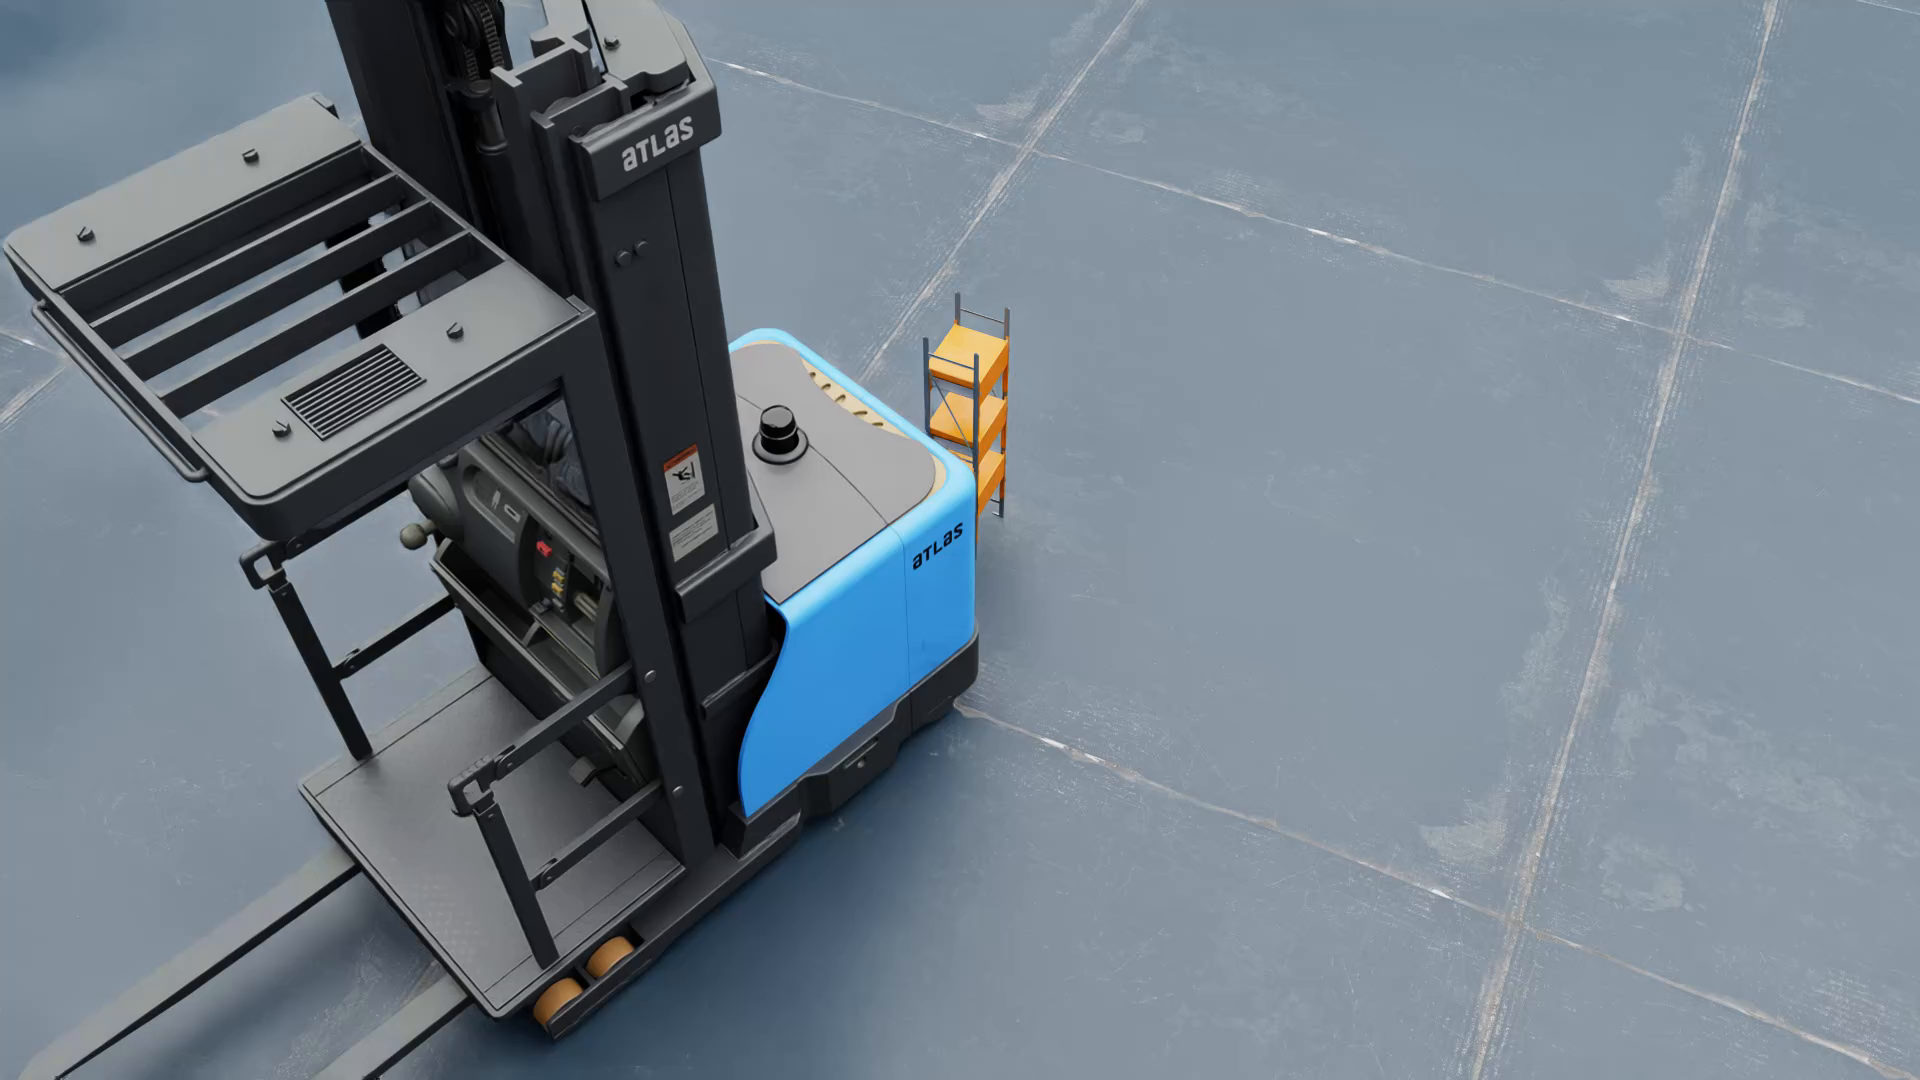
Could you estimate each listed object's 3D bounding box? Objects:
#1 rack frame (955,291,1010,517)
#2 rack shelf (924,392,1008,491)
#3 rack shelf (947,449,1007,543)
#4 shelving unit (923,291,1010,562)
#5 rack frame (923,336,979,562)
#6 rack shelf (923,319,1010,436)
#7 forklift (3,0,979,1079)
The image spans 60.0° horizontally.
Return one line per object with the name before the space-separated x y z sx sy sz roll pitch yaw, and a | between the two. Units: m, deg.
rack frame | 0.075 -0.461 5.953 0.200 1.050 0.008 20 52 16
rack shelf | 0.023 -0.370 5.890 0.215 0.259 0.240 20 52 16
rack shelf | 0.023 -0.190 6.101 0.215 0.259 0.240 20 52 16
shelving unit | 0.023 -0.377 5.882 0.215 1.050 0.252 20 52 16
rack frame | -0.029 -0.293 5.810 0.200 1.050 0.008 20 52 16
rack shelf | 0.023 -0.554 5.673 0.215 0.259 0.240 20 52 16
forklift | -1.338 0.075 4.262 3.031 2.935 1.130 -37 59 -27
